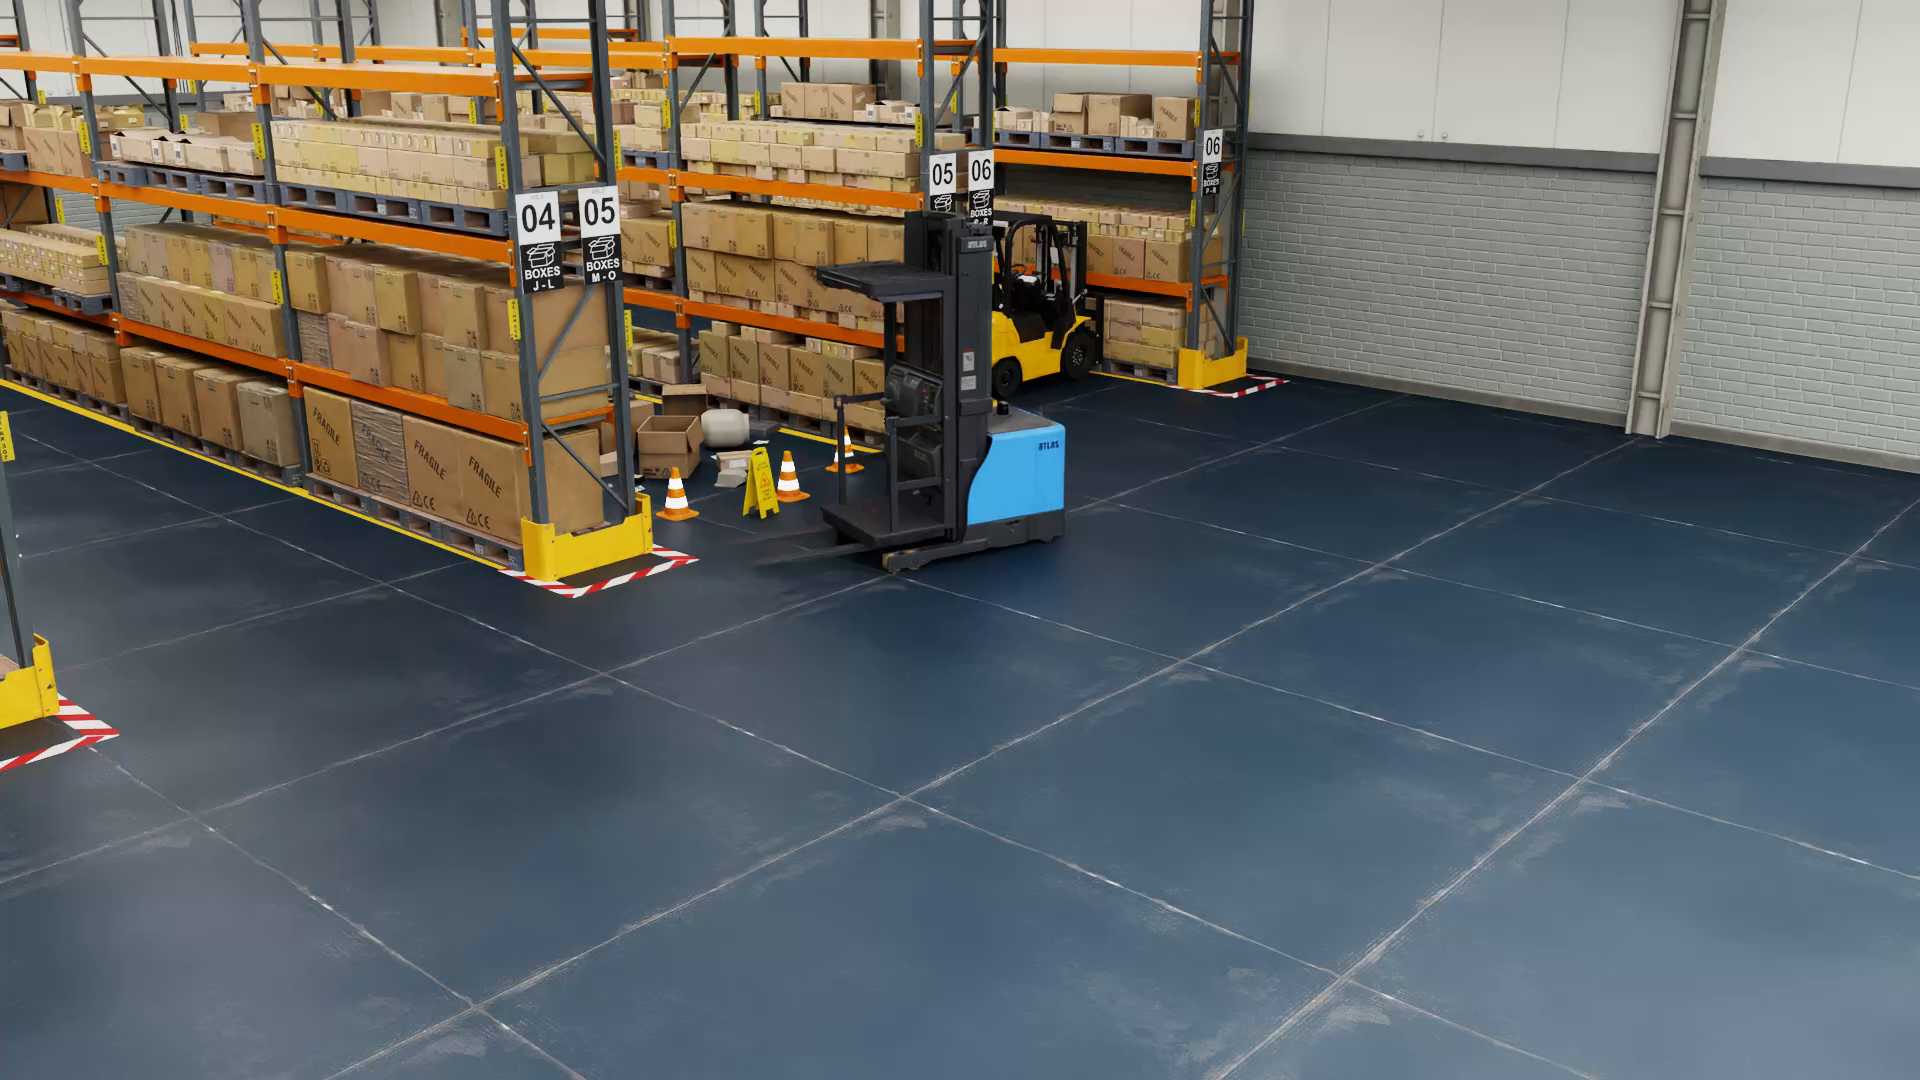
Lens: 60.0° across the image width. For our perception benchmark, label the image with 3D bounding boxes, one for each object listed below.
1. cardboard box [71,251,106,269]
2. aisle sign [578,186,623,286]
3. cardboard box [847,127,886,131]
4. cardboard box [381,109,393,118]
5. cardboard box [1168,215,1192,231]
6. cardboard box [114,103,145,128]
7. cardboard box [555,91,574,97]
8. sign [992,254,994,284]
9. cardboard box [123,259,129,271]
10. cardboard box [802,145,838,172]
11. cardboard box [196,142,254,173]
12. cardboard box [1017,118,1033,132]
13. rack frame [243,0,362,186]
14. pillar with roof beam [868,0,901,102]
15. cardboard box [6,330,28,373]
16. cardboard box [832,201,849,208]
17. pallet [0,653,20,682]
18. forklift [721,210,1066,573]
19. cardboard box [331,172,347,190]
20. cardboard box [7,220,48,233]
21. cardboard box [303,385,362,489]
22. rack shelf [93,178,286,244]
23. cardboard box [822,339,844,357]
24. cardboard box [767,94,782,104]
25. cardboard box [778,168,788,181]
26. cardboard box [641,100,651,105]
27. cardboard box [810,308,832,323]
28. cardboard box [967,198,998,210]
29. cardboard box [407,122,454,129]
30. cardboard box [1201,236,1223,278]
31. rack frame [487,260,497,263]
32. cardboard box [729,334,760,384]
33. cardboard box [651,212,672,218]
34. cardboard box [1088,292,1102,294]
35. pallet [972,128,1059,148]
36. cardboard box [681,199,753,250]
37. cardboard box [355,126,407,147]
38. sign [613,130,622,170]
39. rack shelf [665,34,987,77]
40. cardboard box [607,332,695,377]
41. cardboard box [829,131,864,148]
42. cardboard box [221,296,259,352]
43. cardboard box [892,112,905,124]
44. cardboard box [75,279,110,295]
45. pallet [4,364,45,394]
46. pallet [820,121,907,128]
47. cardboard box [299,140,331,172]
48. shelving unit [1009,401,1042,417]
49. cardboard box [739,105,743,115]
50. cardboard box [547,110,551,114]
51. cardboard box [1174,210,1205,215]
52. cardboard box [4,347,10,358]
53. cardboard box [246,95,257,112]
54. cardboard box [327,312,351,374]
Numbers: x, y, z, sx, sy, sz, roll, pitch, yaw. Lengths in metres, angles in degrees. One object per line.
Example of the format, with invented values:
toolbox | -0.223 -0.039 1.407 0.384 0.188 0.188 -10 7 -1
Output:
cardboard box | -9.894 -3.206 18.993 0.250 0.149 0.380 14 22 37
aisle sign | -2.988 -2.534 13.840 0.004 0.787 0.394 15 23 39
cardboard box | -1.034 -4.467 18.365 0.250 0.149 0.380 16 24 41
cardboard box | -7.871 -5.911 23.347 0.396 0.266 0.258 -16 24 -41
cardboard box | 2.855 -4.028 21.116 0.250 0.149 0.380 15 23 39
cardboard box | -9.728 -4.937 19.320 0.258 0.266 0.396 15 23 39
cardboard box | -6.636 -7.800 28.701 0.500 0.250 0.500 15 23 38
sign | 0.330 -2.917 17.913 0.005 0.325 0.100 15 23 39
cardboard box | -9.656 -3.266 19.674 0.250 0.149 0.380 16 24 42
cardboard box | -1.358 -4.128 17.957 0.500 0.250 0.500 16 24 41
cardboard box | -7.301 -3.849 16.710 0.500 0.250 0.500 15 23 39
cardboard box | 0.979 -5.553 22.248 0.250 0.149 0.380 16 24 41
rack frame | -6.231 -4.904 15.687 0.127 3.000 1.000 15 23 39
pillar with roof beam | -4.005 -6.939 22.101 0.400 9.000 9.100 15 23 39
cardboard box | -11.838 -2.451 21.314 0.500 0.500 0.500 16 24 41
cardboard box | -1.706 -5.081 24.925 0.250 0.149 0.380 16 23 40
pallet | -7.249 1.003 11.601 1.213 0.211 1.003 15 23 39
forklift | -0.580 -1.296 14.350 3.031 2.935 1.130 -10 20 -29
cardboard box | -5.422 -3.248 14.986 0.250 0.149 0.380 15 23 38
cardboard box | -12.418 -3.997 22.089 0.500 0.500 0.500 15 23 38
cardboard box | -5.807 -1.090 16.405 0.875 0.875 0.875 15 23 40
rack shelf | -7.727 -3.533 17.515 4.000 0.370 1.077 15 23 39
cardboard box | -1.307 -2.149 18.465 0.250 0.149 0.380 16 23 40
cardboard box | -2.813 -6.938 26.153 0.250 0.149 0.380 14 22 37
cardboard box | -1.796 -4.066 18.422 0.250 0.149 0.380 15 23 40
cardboard box | -4.988 -7.118 27.179 0.250 0.149 0.380 15 23 39
cardboard box | -1.454 -2.529 18.539 0.250 0.149 0.380 15 23 39
cardboard box | 0.312 -4.676 23.157 0.250 0.149 0.380 16 23 40
cardboard box | -4.803 -3.727 15.177 0.250 0.149 0.380 15 23 39
cardboard box | 3.076 -3.715 21.694 0.500 0.500 0.500 16 24 41
rack frame | -6.013 -3.988 22.718 0.127 3.000 1.000 15 23 39
cardboard box | -2.351 -2.147 19.531 0.500 0.500 0.500 16 24 41
cardboard box | -3.557 -3.834 20.882 0.500 0.500 0.500 15 23 39
cardboard box | 1.567 -3.197 22.425 0.500 0.250 0.500 14 23 38
pallet | 0.926 -5.531 22.767 1.213 0.211 1.003 15 23 39
cardboard box | -2.836 -3.713 19.543 0.500 0.500 0.700 15 23 39
cardboard box | -5.047 -3.527 14.545 0.250 0.149 0.380 15 23 39
sign | -2.867 -3.250 13.858 0.005 0.325 0.100 15 23 39
rack shelf | -1.525 -5.298 18.124 4.000 0.370 1.077 15 23 39
cardboard box | -3.955 -2.381 21.304 0.950 0.372 0.625 -17 24 -42
cardboard box | -1.183 -4.294 17.820 0.250 0.149 0.380 15 23 39
cardboard box | -7.177 -2.238 17.039 0.500 0.500 0.500 15 23 39
cardboard box | -0.754 -6.018 23.714 0.250 0.149 0.380 15 23 39
cardboard box | -9.897 -2.923 19.085 0.250 0.149 0.380 16 23 40
pallet | -11.632 -2.166 21.587 1.213 0.211 1.003 15 23 39
pallet | -1.316 -6.111 24.763 1.213 0.211 1.003 16 24 42
cardboard box | -5.673 -3.530 15.213 0.500 0.250 0.500 15 23 39
shelving unit | 0.613 -0.772 15.808 0.252 1.050 0.215 -9 20 -27
cardboard box | -3.327 -6.733 25.999 0.250 0.149 0.380 14 23 38
cardboard box | -7.108 -7.496 29.228 0.250 0.149 0.380 15 23 40
cardboard box | 2.996 -4.187 21.617 0.250 0.149 0.380 16 24 41
cardboard box | -12.734 -2.494 22.029 0.250 0.149 0.380 15 23 40
cardboard box | -10.910 -6.917 26.278 0.500 0.311 0.500 16 23 40
cardboard box | -5.521 -1.939 16.016 0.550 0.550 0.875 15 23 39
